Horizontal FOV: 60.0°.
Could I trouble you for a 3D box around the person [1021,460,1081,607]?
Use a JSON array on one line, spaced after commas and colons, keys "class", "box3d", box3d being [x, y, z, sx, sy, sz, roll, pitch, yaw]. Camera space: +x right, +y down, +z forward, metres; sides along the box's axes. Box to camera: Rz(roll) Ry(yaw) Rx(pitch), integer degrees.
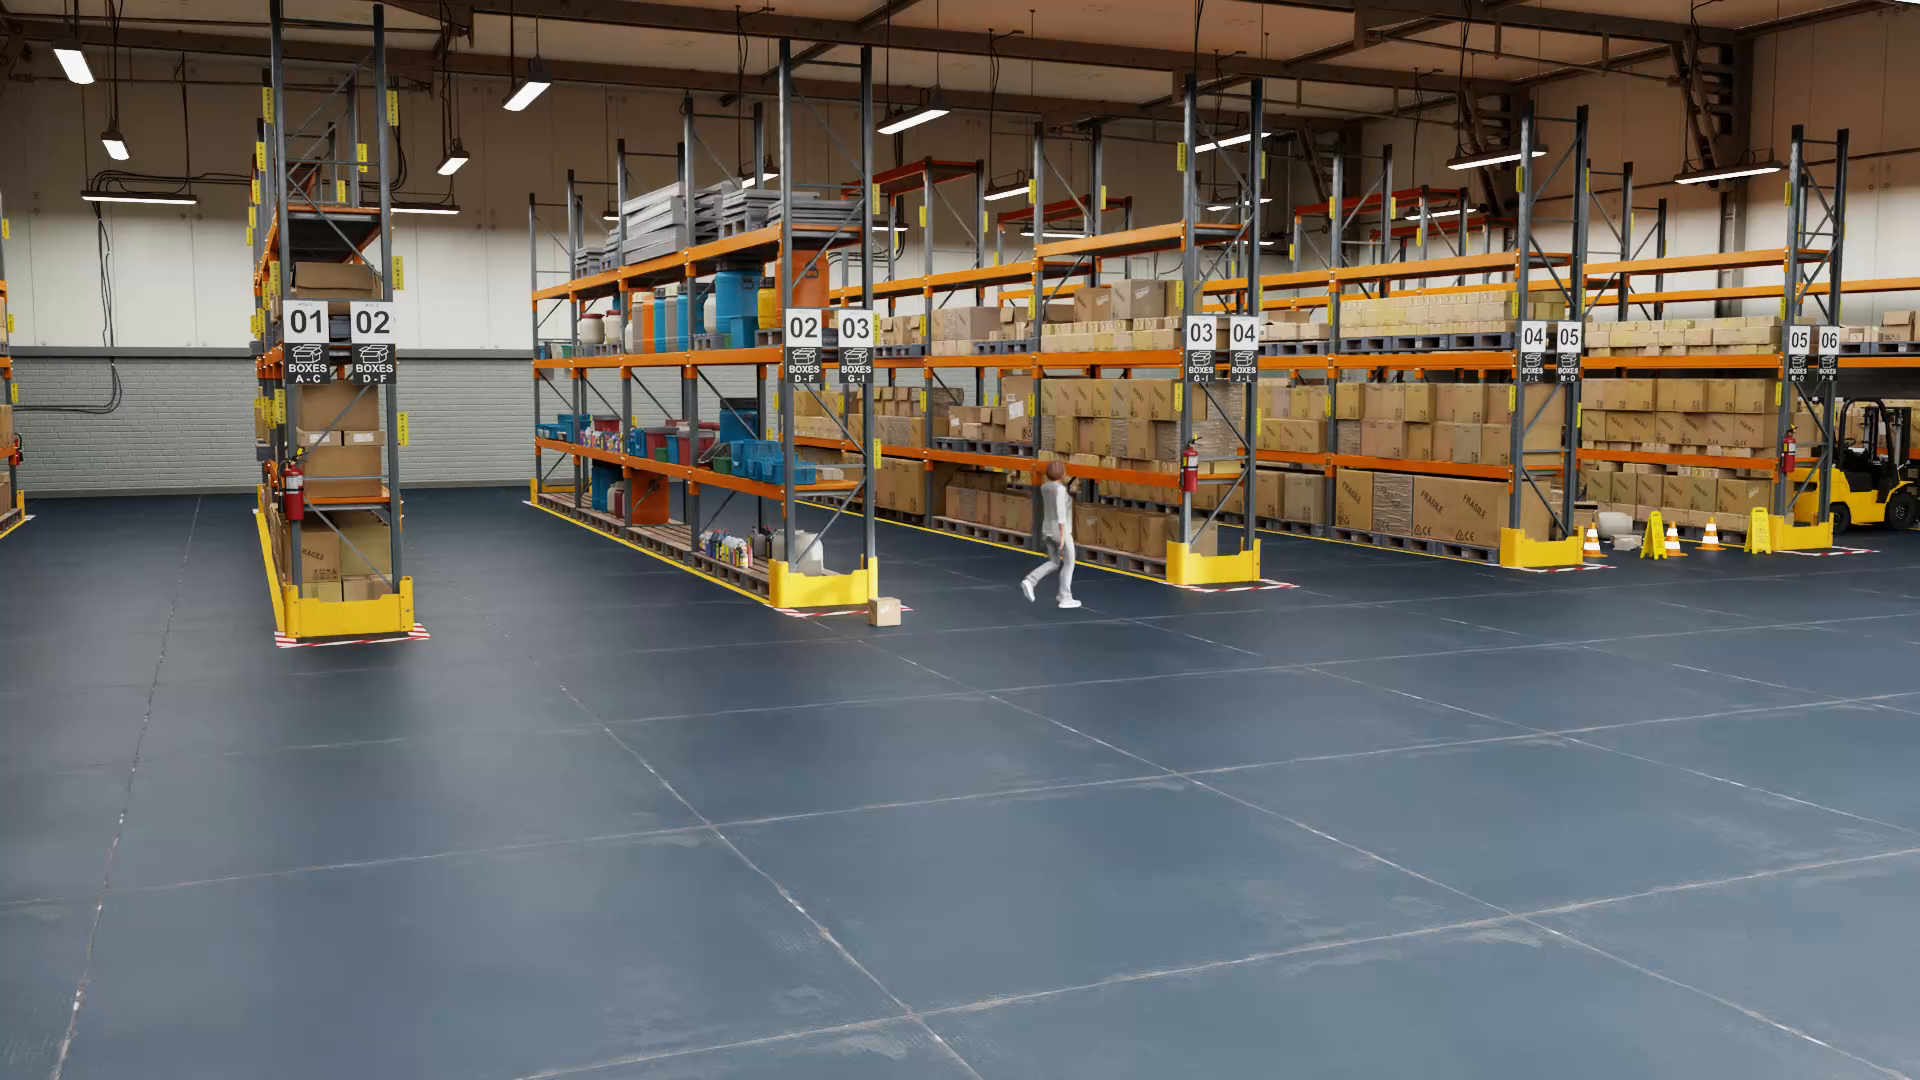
[{"class": "person", "box3d": [0.985, -0.060, 17.614, 0.667, 1.578, 0.415, -3, 7, -31]}]
